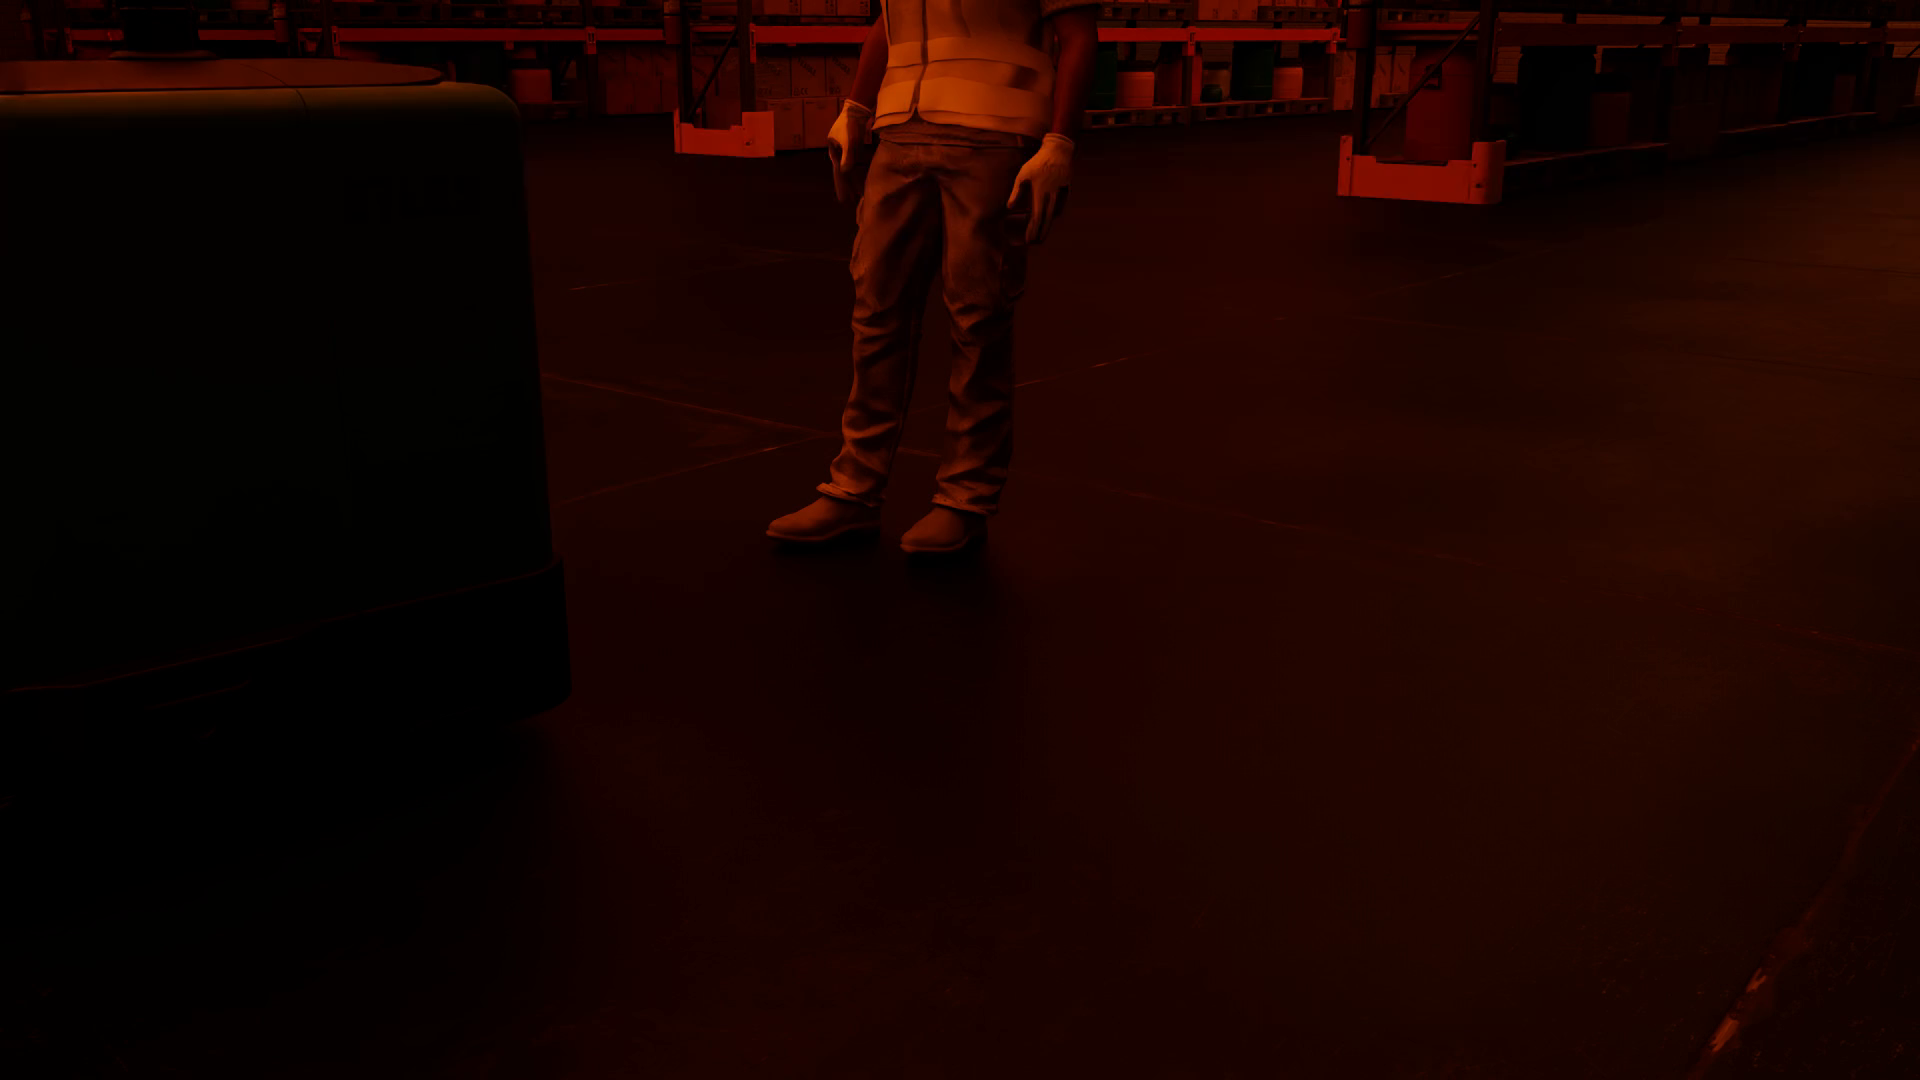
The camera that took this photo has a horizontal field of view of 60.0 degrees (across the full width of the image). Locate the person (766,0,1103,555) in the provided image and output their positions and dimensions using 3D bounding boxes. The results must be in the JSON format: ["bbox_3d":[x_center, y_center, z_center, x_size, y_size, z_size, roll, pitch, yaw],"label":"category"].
[{"bbox_3d":[-0.052,-0.846,3.633,0.656,1.782,0.577,13,21,37],"label":"person"}]

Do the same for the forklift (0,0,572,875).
[{"bbox_3d":[-2.103,-0.891,1.832,3.031,2.935,1.130,-14,22,-39],"label":"forklift"}]
